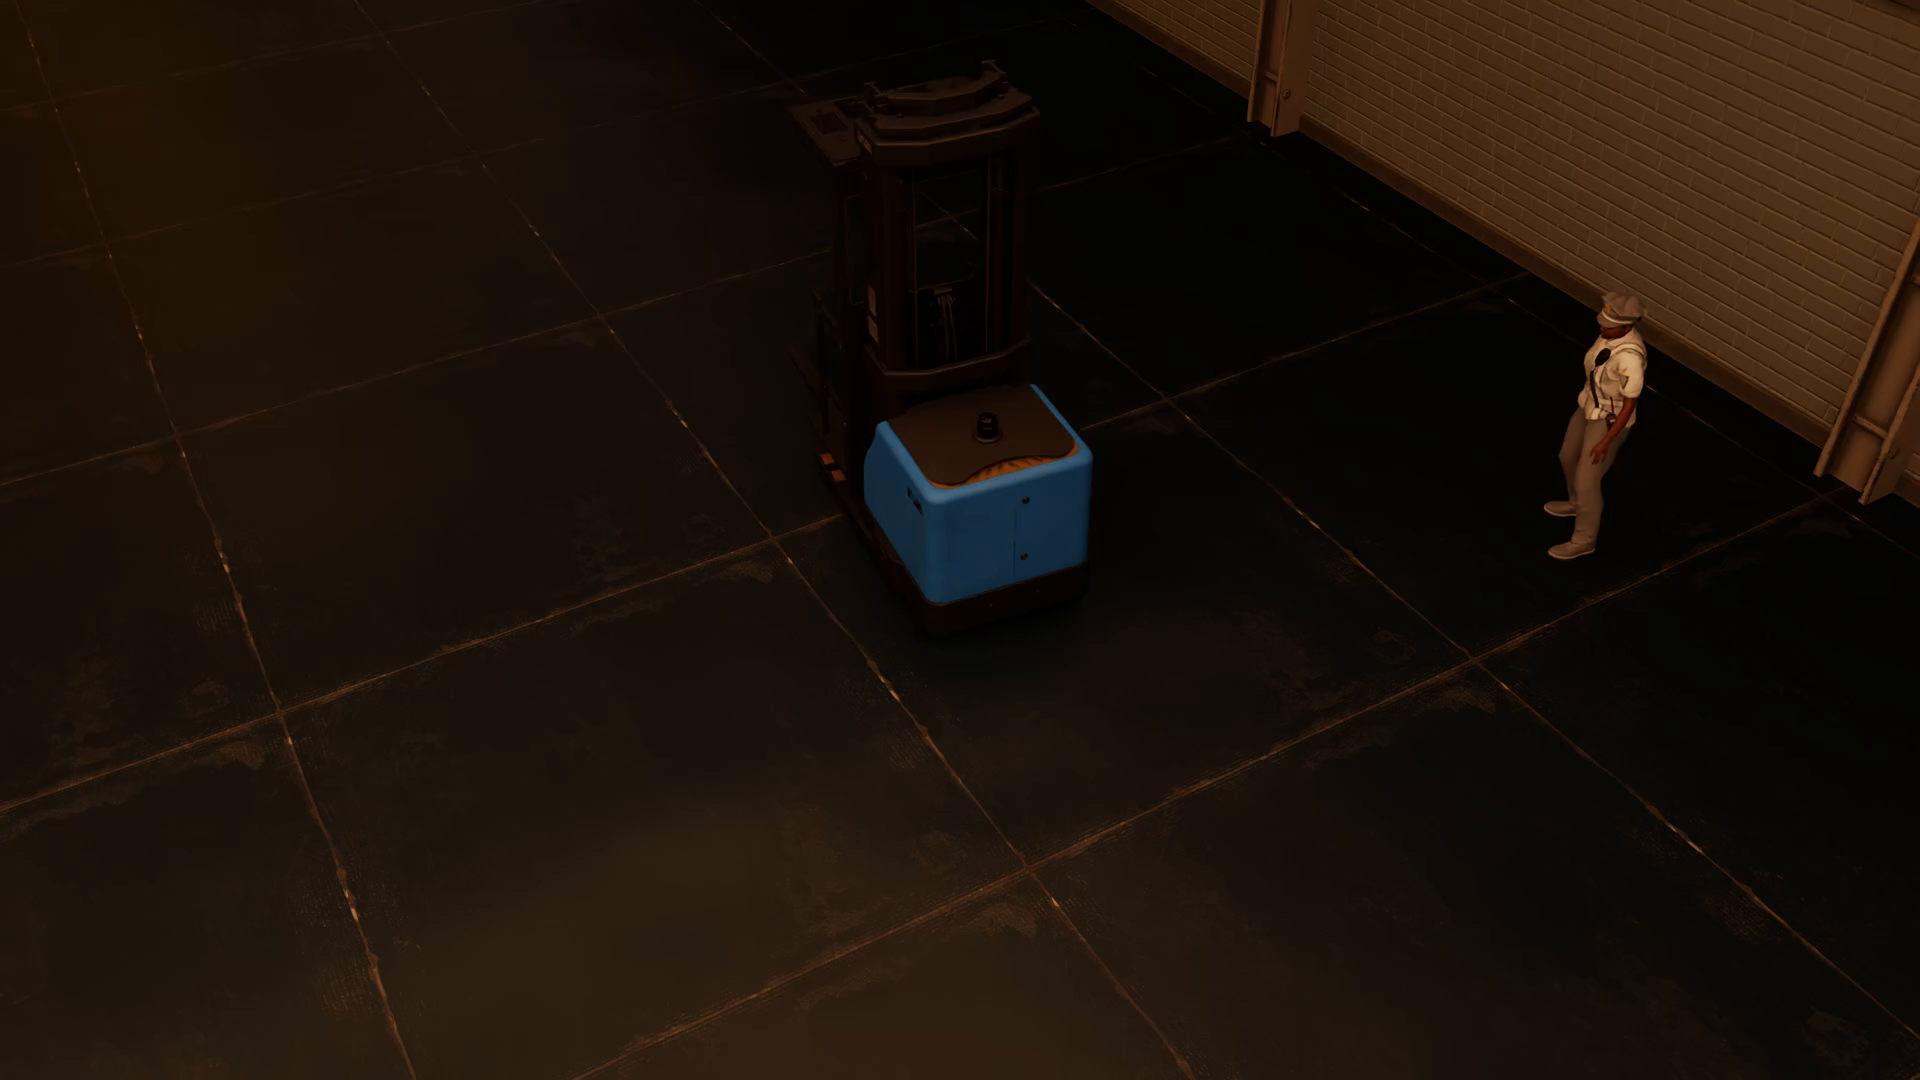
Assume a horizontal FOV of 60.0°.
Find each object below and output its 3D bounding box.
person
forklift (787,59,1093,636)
[{"bbox_3d":[3.809,-0.721,9.923,0.394,1.636,0.696,0,40,0],"label":"person"},{"bbox_3d":[-0.295,-1.518,9.866,1.130,2.935,3.031,-16,42,-18],"label":"forklift"}]
